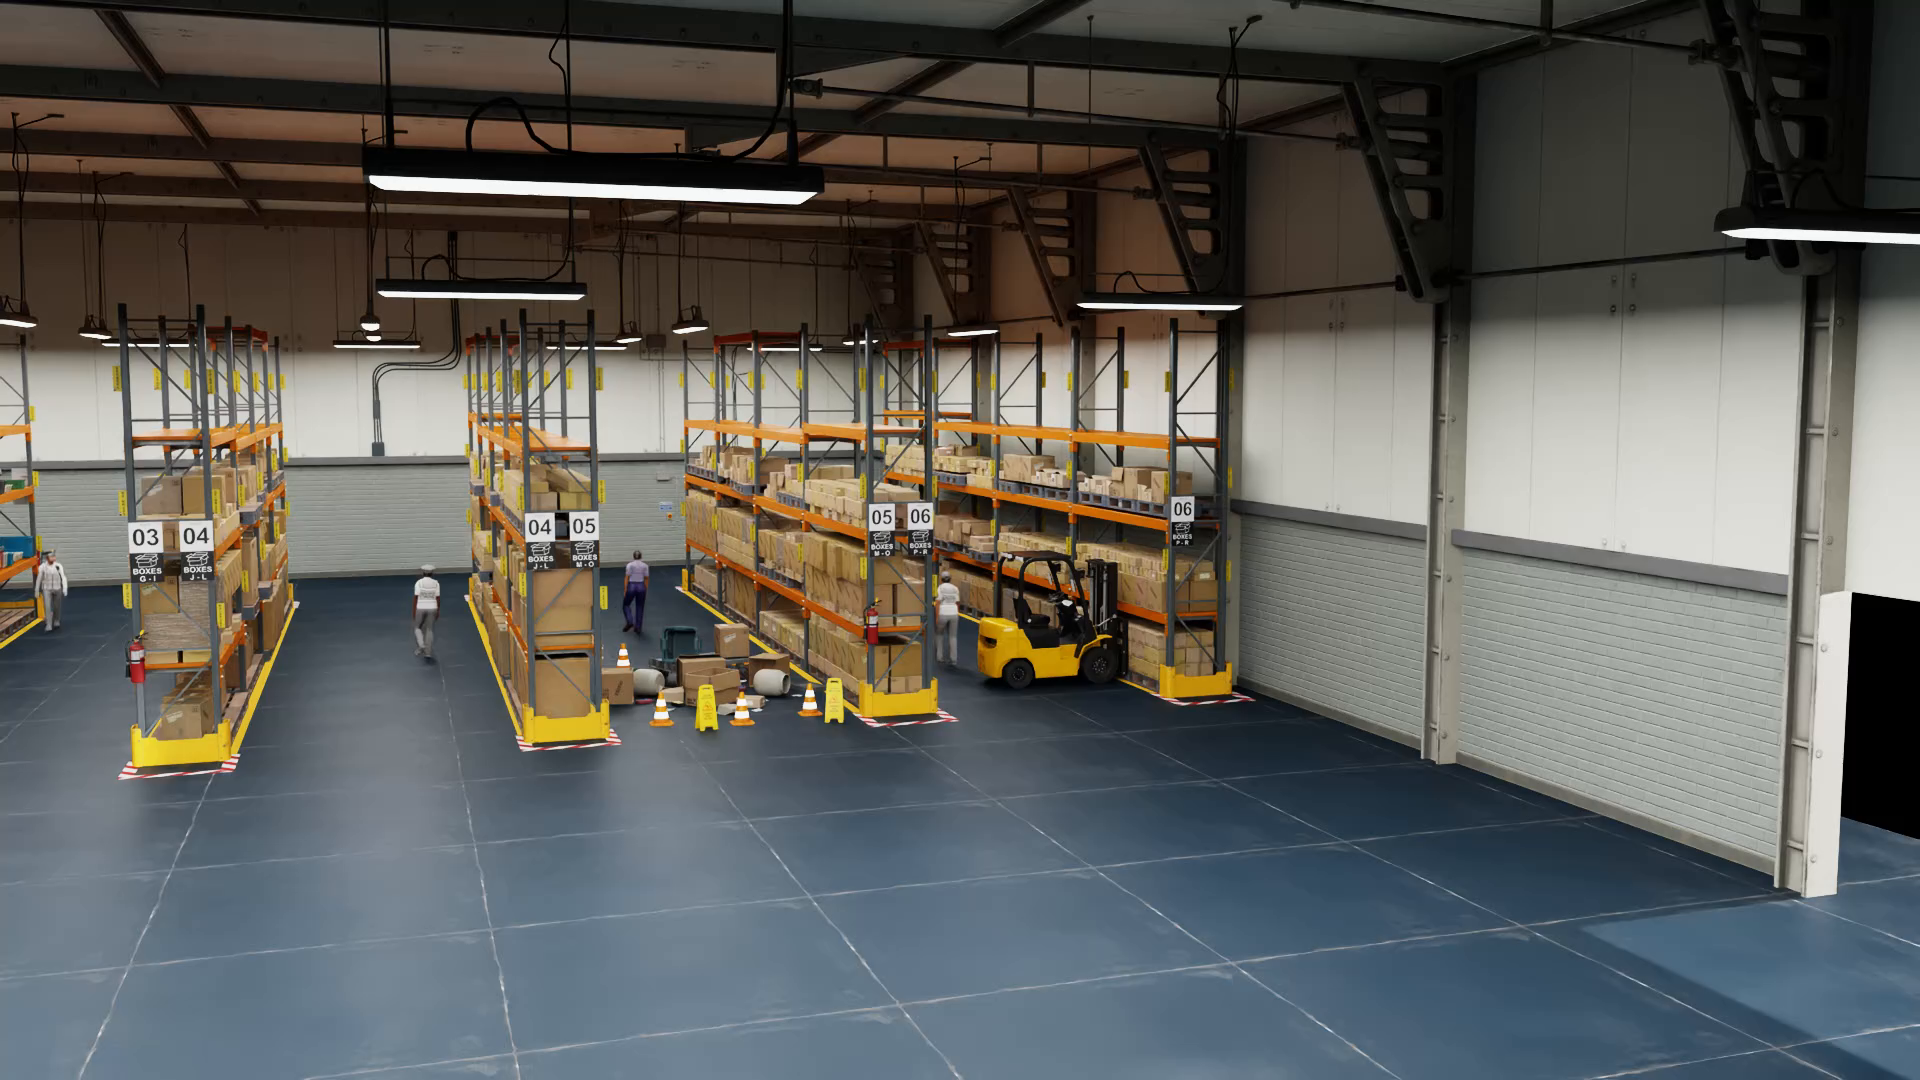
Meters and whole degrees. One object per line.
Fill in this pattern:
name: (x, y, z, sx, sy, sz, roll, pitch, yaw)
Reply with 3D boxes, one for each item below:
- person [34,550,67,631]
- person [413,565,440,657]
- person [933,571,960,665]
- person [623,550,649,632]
person: (-18.316, 0.999, 33.503, 0.571, 1.598, 1.042, -4, 6, -33)
person: (-9.699, 1.299, 30.236, 0.496, 1.672, 0.439, -2, 6, -21)
person: (-0.227, 1.417, 29.484, 0.515, 1.705, 0.606, -2, 6, -23)
person: (-6.491, 1.022, 33.279, 0.551, 1.648, 0.417, -2, 6, -20)
